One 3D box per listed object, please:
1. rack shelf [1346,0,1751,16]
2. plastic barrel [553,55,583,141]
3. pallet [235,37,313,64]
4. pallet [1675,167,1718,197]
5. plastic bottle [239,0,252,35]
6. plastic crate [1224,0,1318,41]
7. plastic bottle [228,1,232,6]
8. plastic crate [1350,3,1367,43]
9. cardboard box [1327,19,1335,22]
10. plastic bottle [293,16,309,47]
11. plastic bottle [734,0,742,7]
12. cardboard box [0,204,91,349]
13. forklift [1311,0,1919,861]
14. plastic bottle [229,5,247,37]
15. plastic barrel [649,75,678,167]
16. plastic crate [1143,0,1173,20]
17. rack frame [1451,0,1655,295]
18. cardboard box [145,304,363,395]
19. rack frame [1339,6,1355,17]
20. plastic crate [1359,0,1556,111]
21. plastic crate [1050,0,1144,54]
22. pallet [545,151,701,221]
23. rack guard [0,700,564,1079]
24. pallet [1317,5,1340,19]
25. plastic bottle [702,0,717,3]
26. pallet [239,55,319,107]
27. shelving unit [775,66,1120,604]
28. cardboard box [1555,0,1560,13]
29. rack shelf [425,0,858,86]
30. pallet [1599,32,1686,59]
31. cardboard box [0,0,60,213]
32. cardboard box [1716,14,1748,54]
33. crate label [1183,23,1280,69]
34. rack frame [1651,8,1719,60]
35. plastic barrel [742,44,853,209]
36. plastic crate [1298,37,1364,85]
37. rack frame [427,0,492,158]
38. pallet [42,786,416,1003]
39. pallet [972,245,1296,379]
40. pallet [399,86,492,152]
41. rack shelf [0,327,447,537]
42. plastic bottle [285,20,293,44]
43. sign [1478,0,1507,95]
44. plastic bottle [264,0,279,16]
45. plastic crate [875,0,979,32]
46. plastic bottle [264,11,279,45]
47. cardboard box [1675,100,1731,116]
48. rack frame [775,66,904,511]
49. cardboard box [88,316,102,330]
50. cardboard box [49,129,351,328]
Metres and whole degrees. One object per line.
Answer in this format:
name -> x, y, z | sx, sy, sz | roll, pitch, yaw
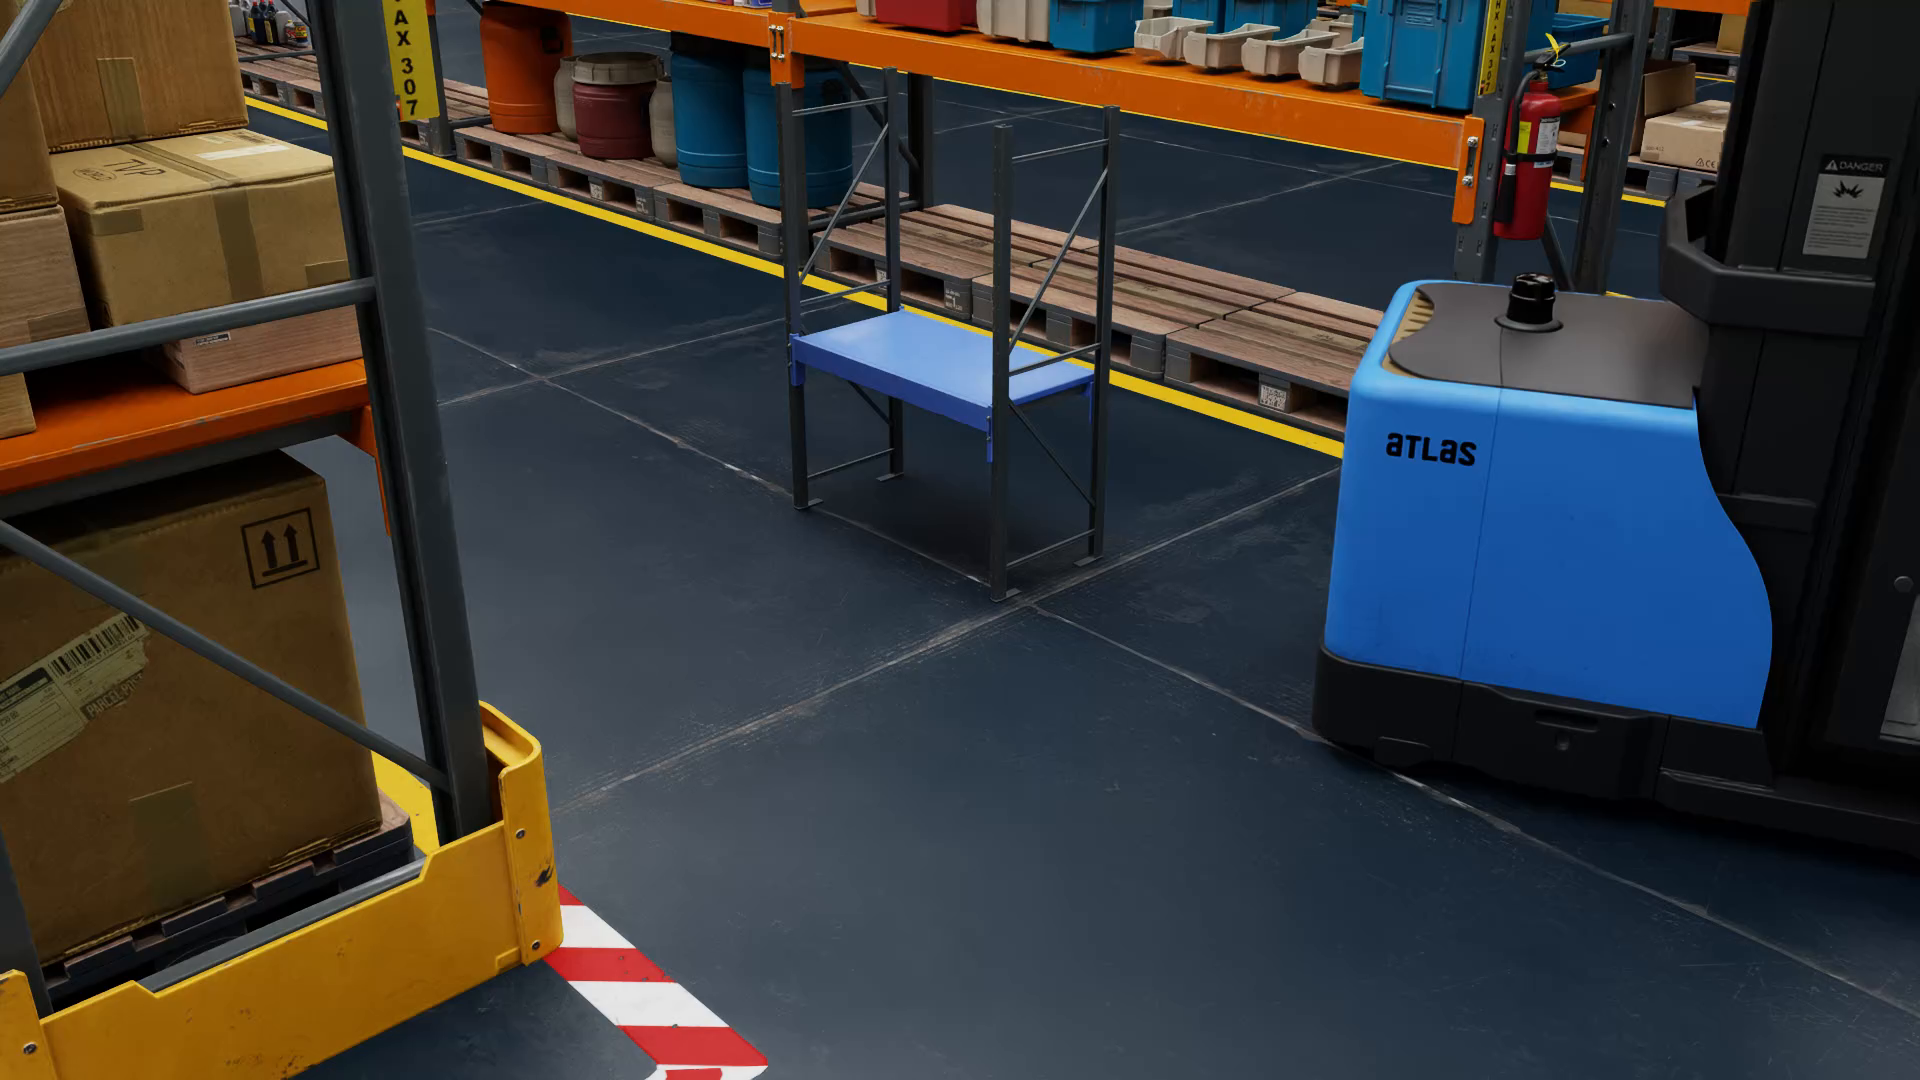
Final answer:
rack shelf -> 4.436, -3.438, 10.539 | 1.077, 0.370, 4.000 | -21, 32, -38
plastic barrel -> -2.486, -2.949, 11.092 | 0.421, 0.512, 0.421 | 0, 25, 0
pallet -> -6.446, -4.338, 15.004 | 1.003, 0.211, 1.213 | -21, 32, -38
pallet -> 5.205, -2.155, 10.220 | 1.003, 0.211, 1.213 | -21, 32, -38
plastic bottle -> -6.686, -4.934, 15.613 | 0.144, 0.351, 0.185 | -22, 32, -39
plastic crate -> 1.356, -2.274, 7.249 | 0.416, 0.233, 0.300 | -21, 32, -38
plastic bottle -> -6.929, -5.006, 15.860 | 0.152, 0.276, 0.135 | -22, 33, -40
plastic crate -> 1.806, -2.074, 6.812 | 0.416, 0.233, 0.300 | -21, 32, -38
cardboard box -> 2.916, -3.650, 12.618 | 0.500, 0.500, 0.500 | 22, 33, 39
plastic bottle -> -5.915, -4.571, 14.912 | 0.097, 0.271, 0.097 | 0, 25, 0
plastic bottle -> -1.154, -2.932, 8.802 | 0.097, 0.201, 0.097 | 0, 25, 0
cardboard box -> -1.956, -0.489, 3.030 | 0.500, 0.250, 0.500 | -22, 32, -39
forklift -> 2.520, -0.726, 3.811 | 3.031, 2.935, 1.130 | 9, 26, 19
plastic bottle -> -6.777, -4.851, 15.520 | 0.152, 0.276, 0.135 | -21, 32, -38
plastic barrel -> -1.714, -2.607, 10.342 | 0.421, 0.512, 0.421 | 0, 25, 0
plastic crate -> 0.860, -2.432, 7.713 | 0.293, 0.136, 0.466 | -21, 32, -38
rack frame -> 2.184, -1.755, 5.984 | 1.000, 3.000, 0.127 | -21, 32, -38
cardboard box -> -1.433, -0.437, 3.397 | 0.380, 0.149, 0.250 | -21, 32, -38
rack frame -> 3.069, -4.371, 11.718 | 1.000, 3.000, 0.127 | -21, 32, -38
plastic crate -> 1.819, -1.847, 6.070 | 0.616, 0.435, 0.499 | -21, 32, -38
plastic crate -> 0.593, -2.256, 7.211 | 0.416, 0.233, 0.300 | -21, 32, -38
pallet -> -1.885, -2.314, 10.568 | 1.003, 0.211, 1.213 | -21, 32, -38
rack guard -> -1.415, 0.794, 3.407 | 1.175, 0.500, 0.348 | -21, 32, -38
pallet -> 4.432, -5.461, 17.466 | 1.003, 0.211, 1.213 | -21, 32, -38
plastic bottle -> -1.305, -3.049, 8.969 | 0.152, 0.276, 0.135 | -21, 32, -38
pallet -> -5.453, -3.895, 14.035 | 1.003, 0.211, 1.213 | -21, 32, -38
shelving unit -> -0.058, -0.708, 5.495 | 0.538, 1.500, 1.048 | -21, 32, -38
cardboard box -> 5.533, -5.419, 16.099 | 0.750, 0.750, 0.750 | -20, 31, -37
rack shelf -> -1.917, -3.246, 10.118 | 1.077, 0.370, 4.000 | -21, 32, -38
pallet -> 6.100, -4.721, 15.845 | 1.003, 0.211, 1.213 | -21, 32, -38
cardboard box -> -1.956, -0.832, 2.878 | 0.500, 0.500, 0.500 | -21, 32, -38
cardboard box -> 7.118, -4.576, 14.672 | 0.700, 0.500, 0.500 | -21, 32, -38
crate label -> 1.099, -2.028, 6.826 | 0.396, 0.136, 0.243 | -21, 32, -38
rack frame -> 6.682, -5.778, 14.801 | 1.000, 3.000, 0.127 | -21, 32, -38
plastic barrel -> -0.909, -2.373, 9.361 | 0.600, 0.901, 0.708 | -21, 32, -38
plastic crate -> 1.495, -1.858, 6.455 | 0.396, 0.136, 0.243 | -21, 32, -38
rack frame -> -3.284, -4.179, 11.297 | 1.000, 3.000, 0.127 | -21, 32, -38
pallet -> -2.035, 0.698, 3.965 | 1.003, 0.211, 1.213 | -21, 32, -38
pallet -> 0.819, -1.117, 7.944 | 1.003, 0.211, 1.213 | -21, 32, -38
pallet -> -3.785, -3.156, 12.414 | 1.003, 0.211, 1.213 | -21, 32, -38
rack shelf -> -2.798, -0.629, 4.381 | 1.077, 0.370, 4.000 | -21, 32, -38
plastic bottle -> -6.054, -4.601, 15.062 | 0.097, 0.201, 0.097 | 0, 25, 0
sign -> 1.794, -1.669, 5.597 | 0.100, 0.325, 0.005 | -21, 32, -38
plastic bottle -> -6.266, -4.748, 15.206 | 0.144, 0.351, 0.185 | -20, 31, -37
plastic crate -> -0.122, -2.682, 7.866 | 0.402, 0.464, 0.583 | -21, 32, -38
plastic bottle -> -6.234, -4.636, 15.041 | 0.061, 0.283, 0.133 | -21, 32, -38
cardboard box -> 4.955, -2.657, 10.743 | 0.500, 0.250, 0.500 | -21, 32, -38
rack frame -> -0.406, -0.862, 5.833 | 0.500, 1.500, 0.032 | -21, 32, -38
cardboard box -> -1.785, -0.592, 3.736 | 0.380, 0.149, 0.250 | -22, 33, -40
cardboard box -> -1.562, -0.639, 3.360 | 0.500, 0.250, 0.500 | -22, 33, -40
